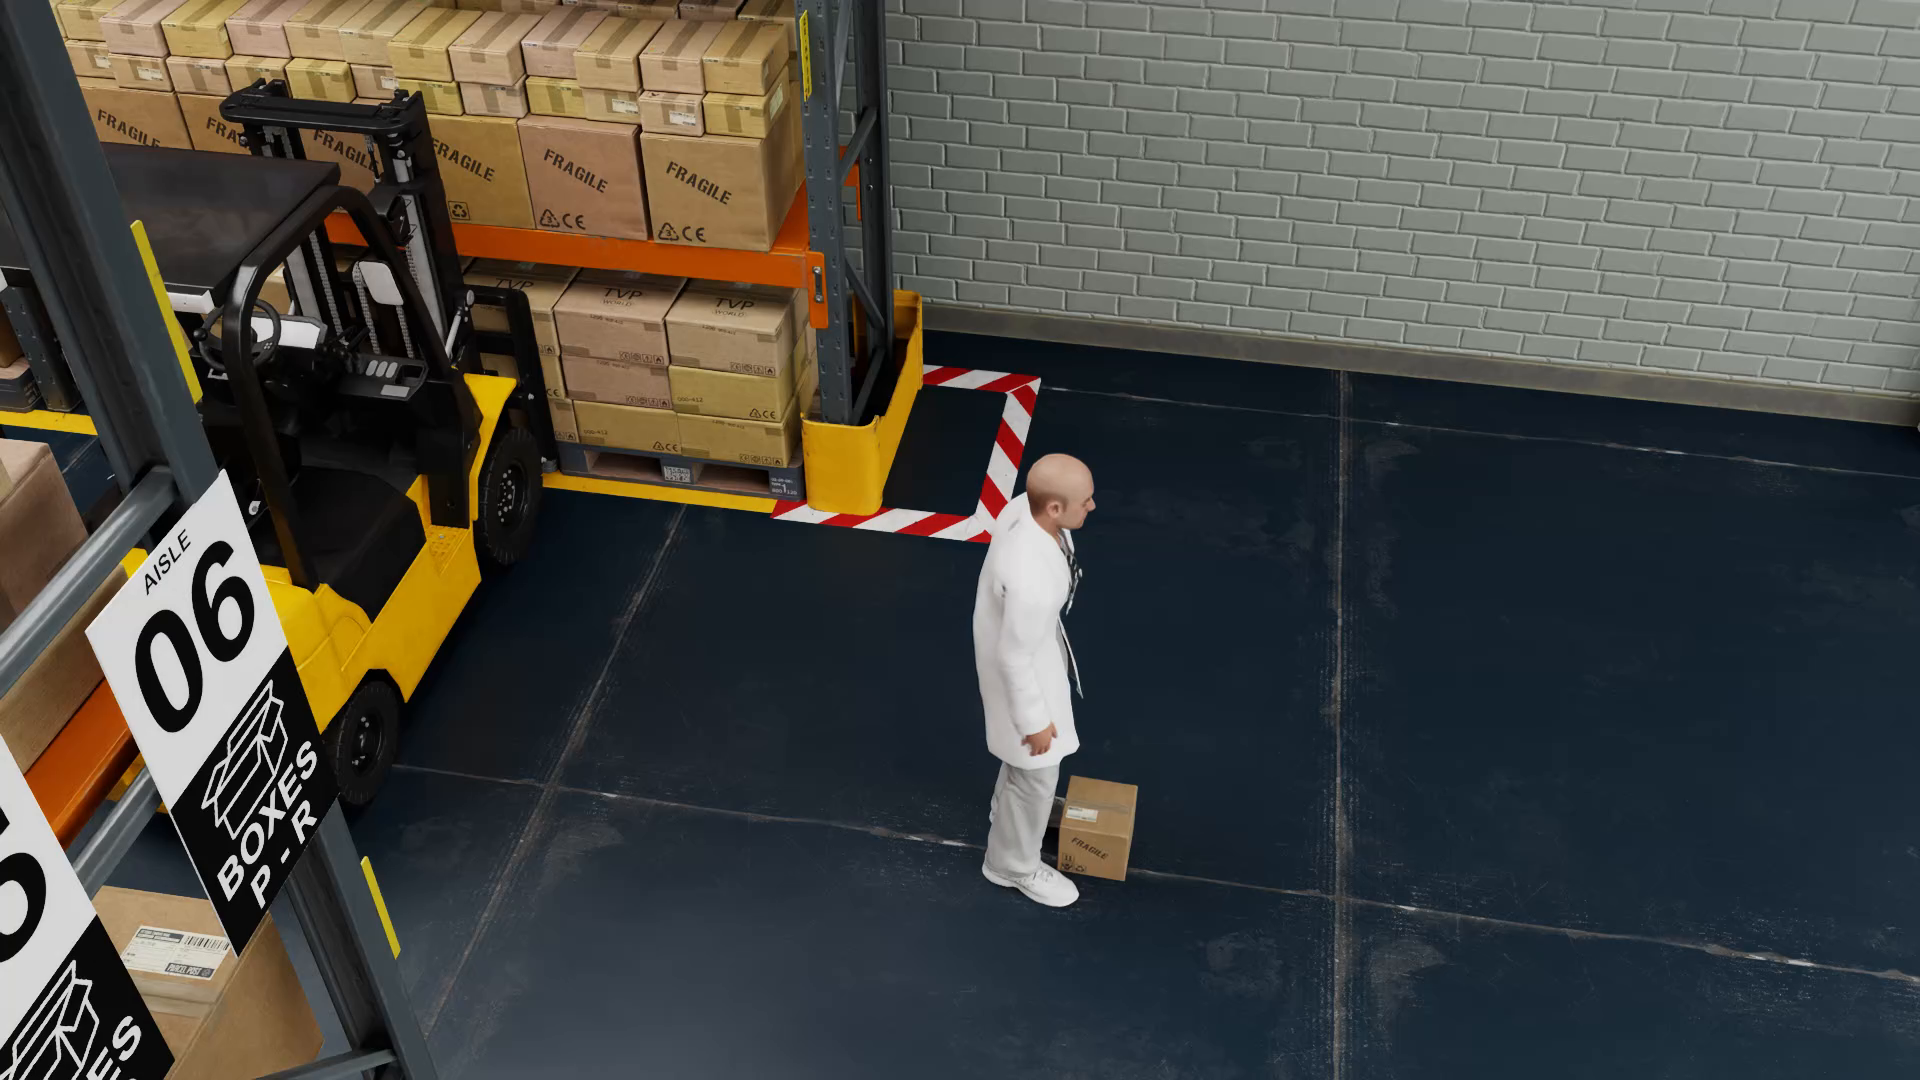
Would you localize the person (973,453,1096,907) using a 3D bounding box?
[{"bbox_3d":[0.257,0.444,5.641,0.429,1.772,0.645,4,40,5],"label":"person"}]
